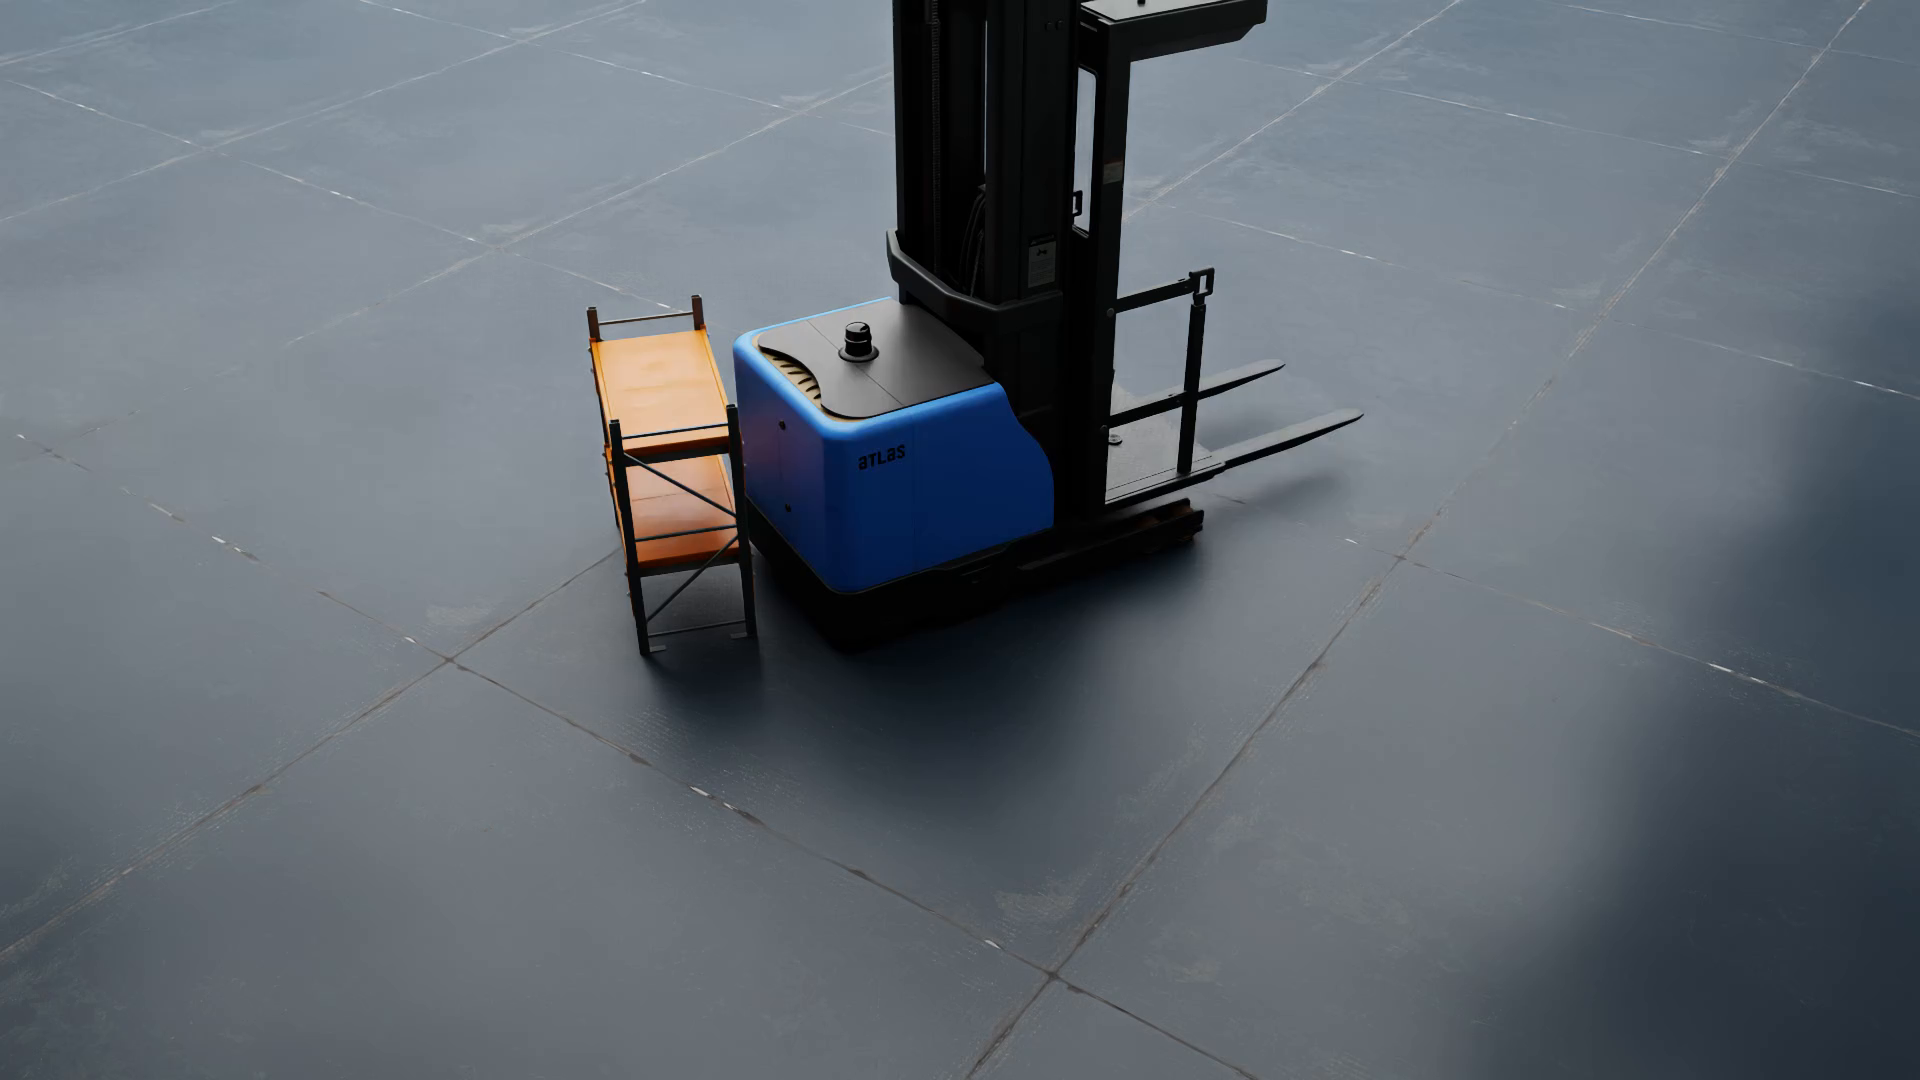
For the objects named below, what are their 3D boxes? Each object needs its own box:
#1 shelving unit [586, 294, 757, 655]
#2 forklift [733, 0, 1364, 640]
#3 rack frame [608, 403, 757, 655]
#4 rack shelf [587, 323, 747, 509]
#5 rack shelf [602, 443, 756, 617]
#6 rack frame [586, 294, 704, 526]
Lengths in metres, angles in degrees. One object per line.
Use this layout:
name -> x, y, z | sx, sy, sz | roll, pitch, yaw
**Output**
shelving unit -> -1.250, -0.301, 7.191 | 0.538, 1.125, 1.048 | -9, 35, -13
forklift -> 0.542, -1.392, 7.191 | 3.031, 2.935, 1.130 | -18, 38, -25
rack frame -> -1.116, -0.026, 6.785 | 0.500, 1.125, 0.032 | -9, 35, -13
rack shelf -> -1.250, -0.544, 7.027 | 0.538, 0.278, 1.000 | -9, 35, -13
rack shelf -> -1.250, -0.099, 7.328 | 0.538, 0.278, 1.000 | -9, 35, -13
rack frame -> -1.383, -0.576, 7.598 | 0.500, 1.125, 0.032 | -9, 35, -13
